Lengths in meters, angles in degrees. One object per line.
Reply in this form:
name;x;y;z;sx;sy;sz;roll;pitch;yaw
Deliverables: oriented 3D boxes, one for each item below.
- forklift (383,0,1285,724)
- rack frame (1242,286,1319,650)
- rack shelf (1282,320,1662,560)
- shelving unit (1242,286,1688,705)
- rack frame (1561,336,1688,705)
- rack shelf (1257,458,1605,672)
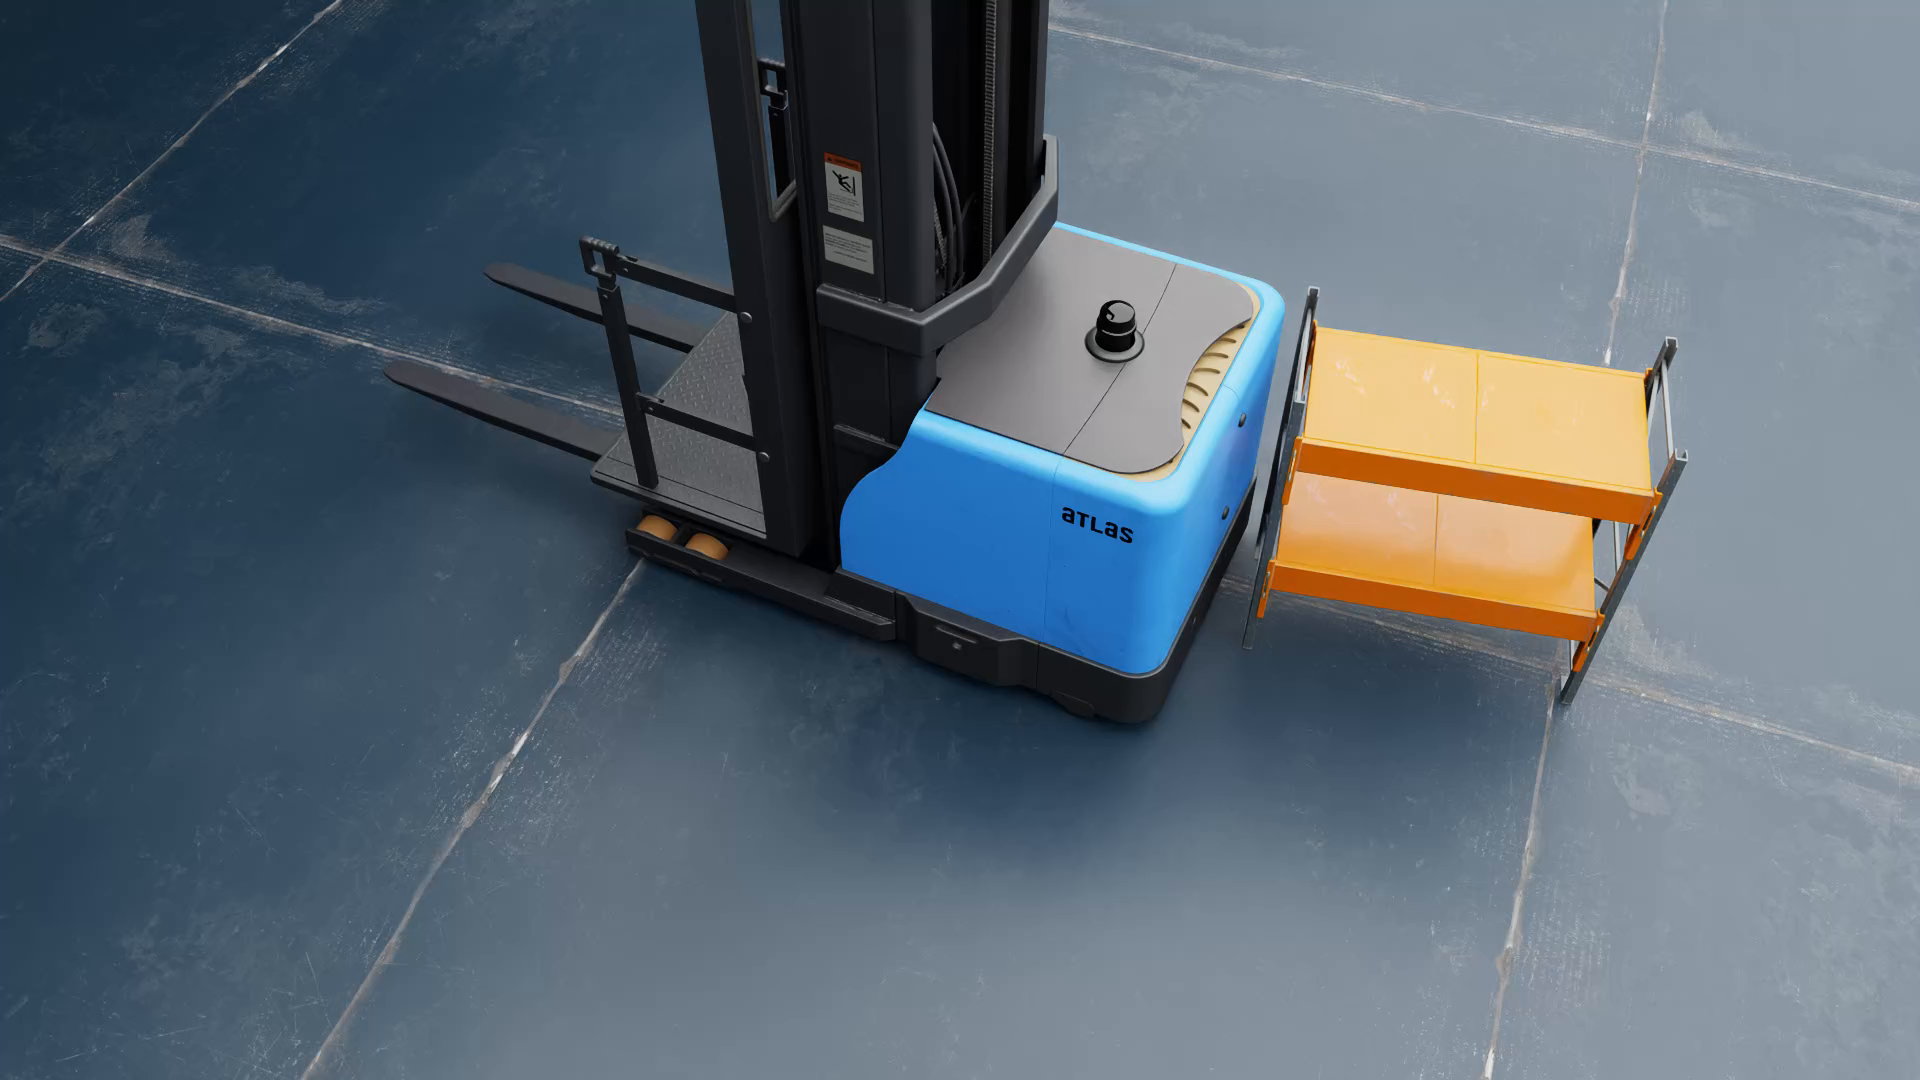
forklift;-0.566;-1.161;4.817;3.031;2.935;1.130;20;52;16
rack frame;0.992;-0.195;5.175;0.032;1.125;0.500;10;50;8
rack shelf;1.488;-0.304;4.882;1.000;0.278;0.538;10;50;8
shelving unit;1.488;-0.112;5.103;1.048;1.125;0.538;10;50;8
rack frame;1.985;-0.029;5.031;0.032;1.125;0.500;10;50;8
rack shelf;1.488;0.048;5.288;1.000;0.278;0.538;10;50;8
